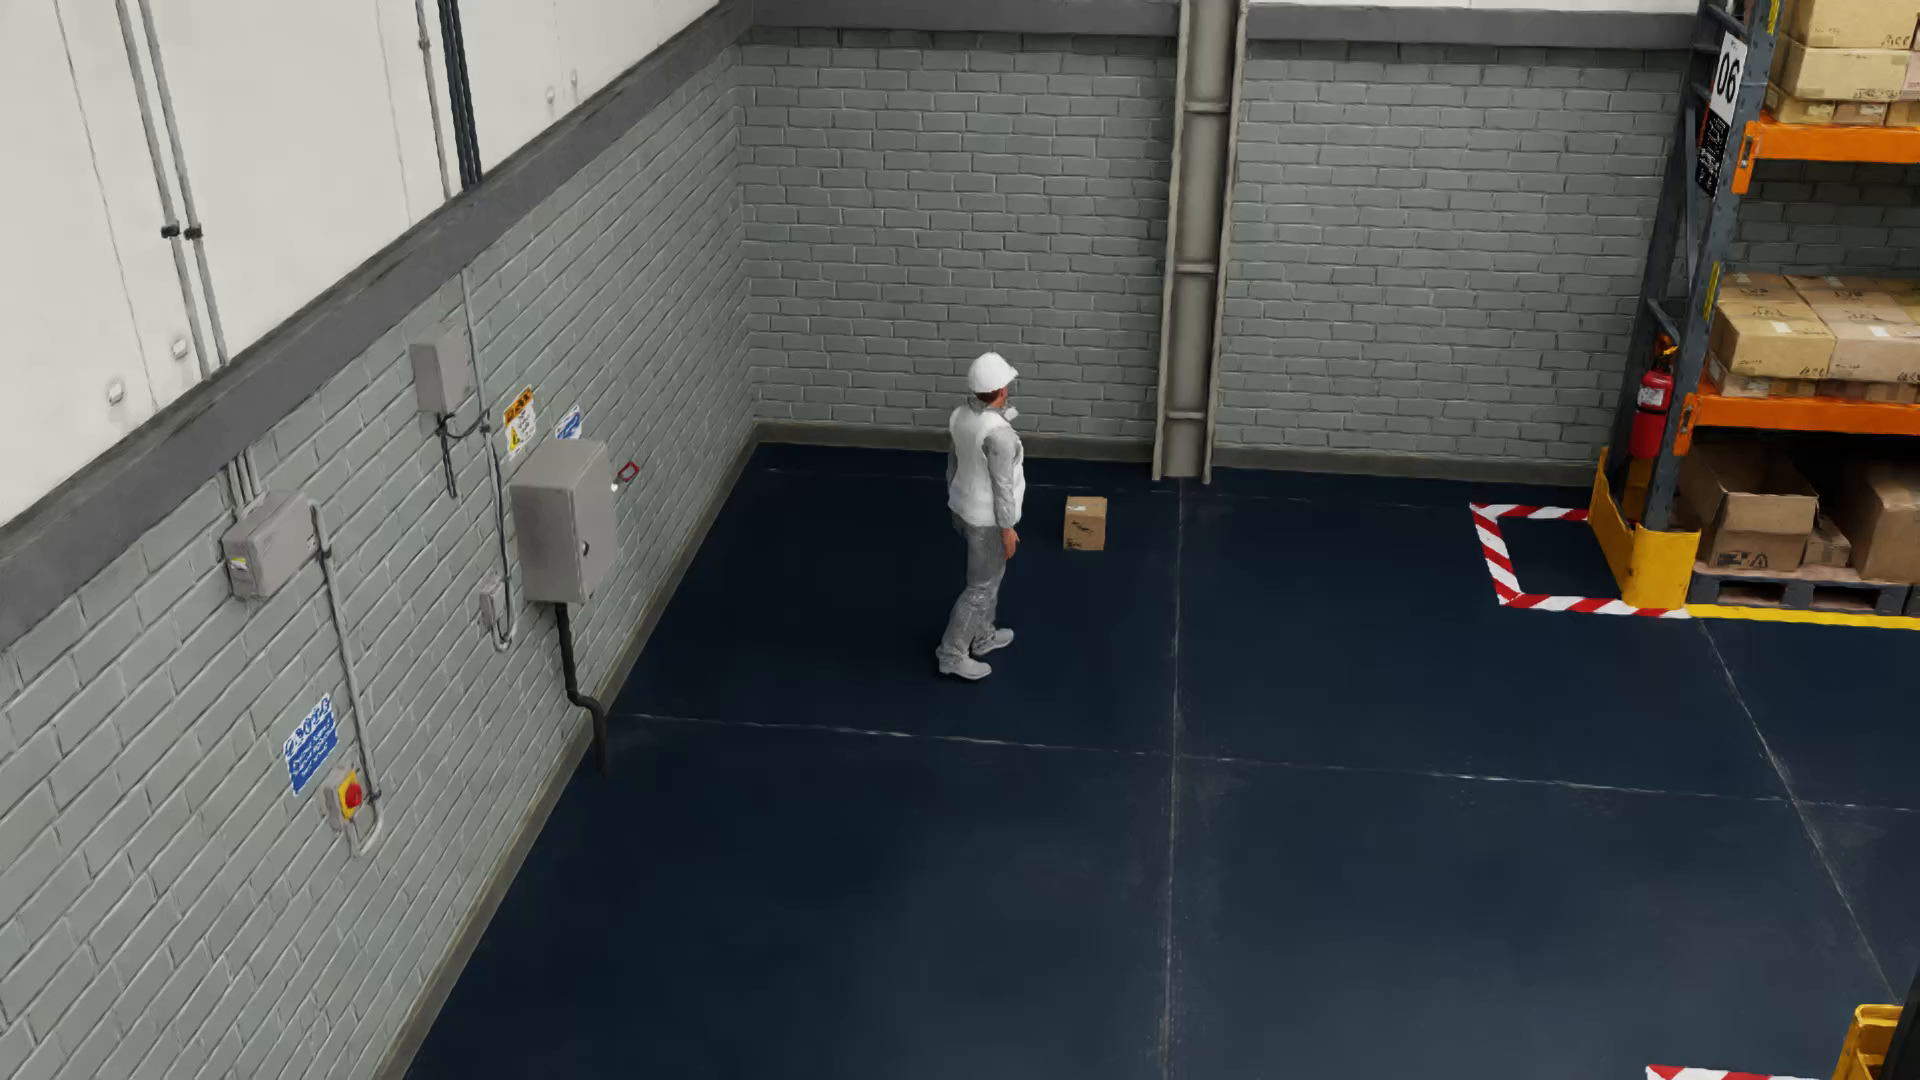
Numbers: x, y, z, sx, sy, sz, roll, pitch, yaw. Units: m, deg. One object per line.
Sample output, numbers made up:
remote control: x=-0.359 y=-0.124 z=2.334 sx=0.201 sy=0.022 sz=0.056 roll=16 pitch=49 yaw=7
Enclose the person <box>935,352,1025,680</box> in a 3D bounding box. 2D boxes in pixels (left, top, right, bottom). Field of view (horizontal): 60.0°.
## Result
person: x=0.088 y=-0.135 z=8.850 sx=0.556 sy=1.762 sz=0.566 roll=-13 pitch=31 yaw=-23
